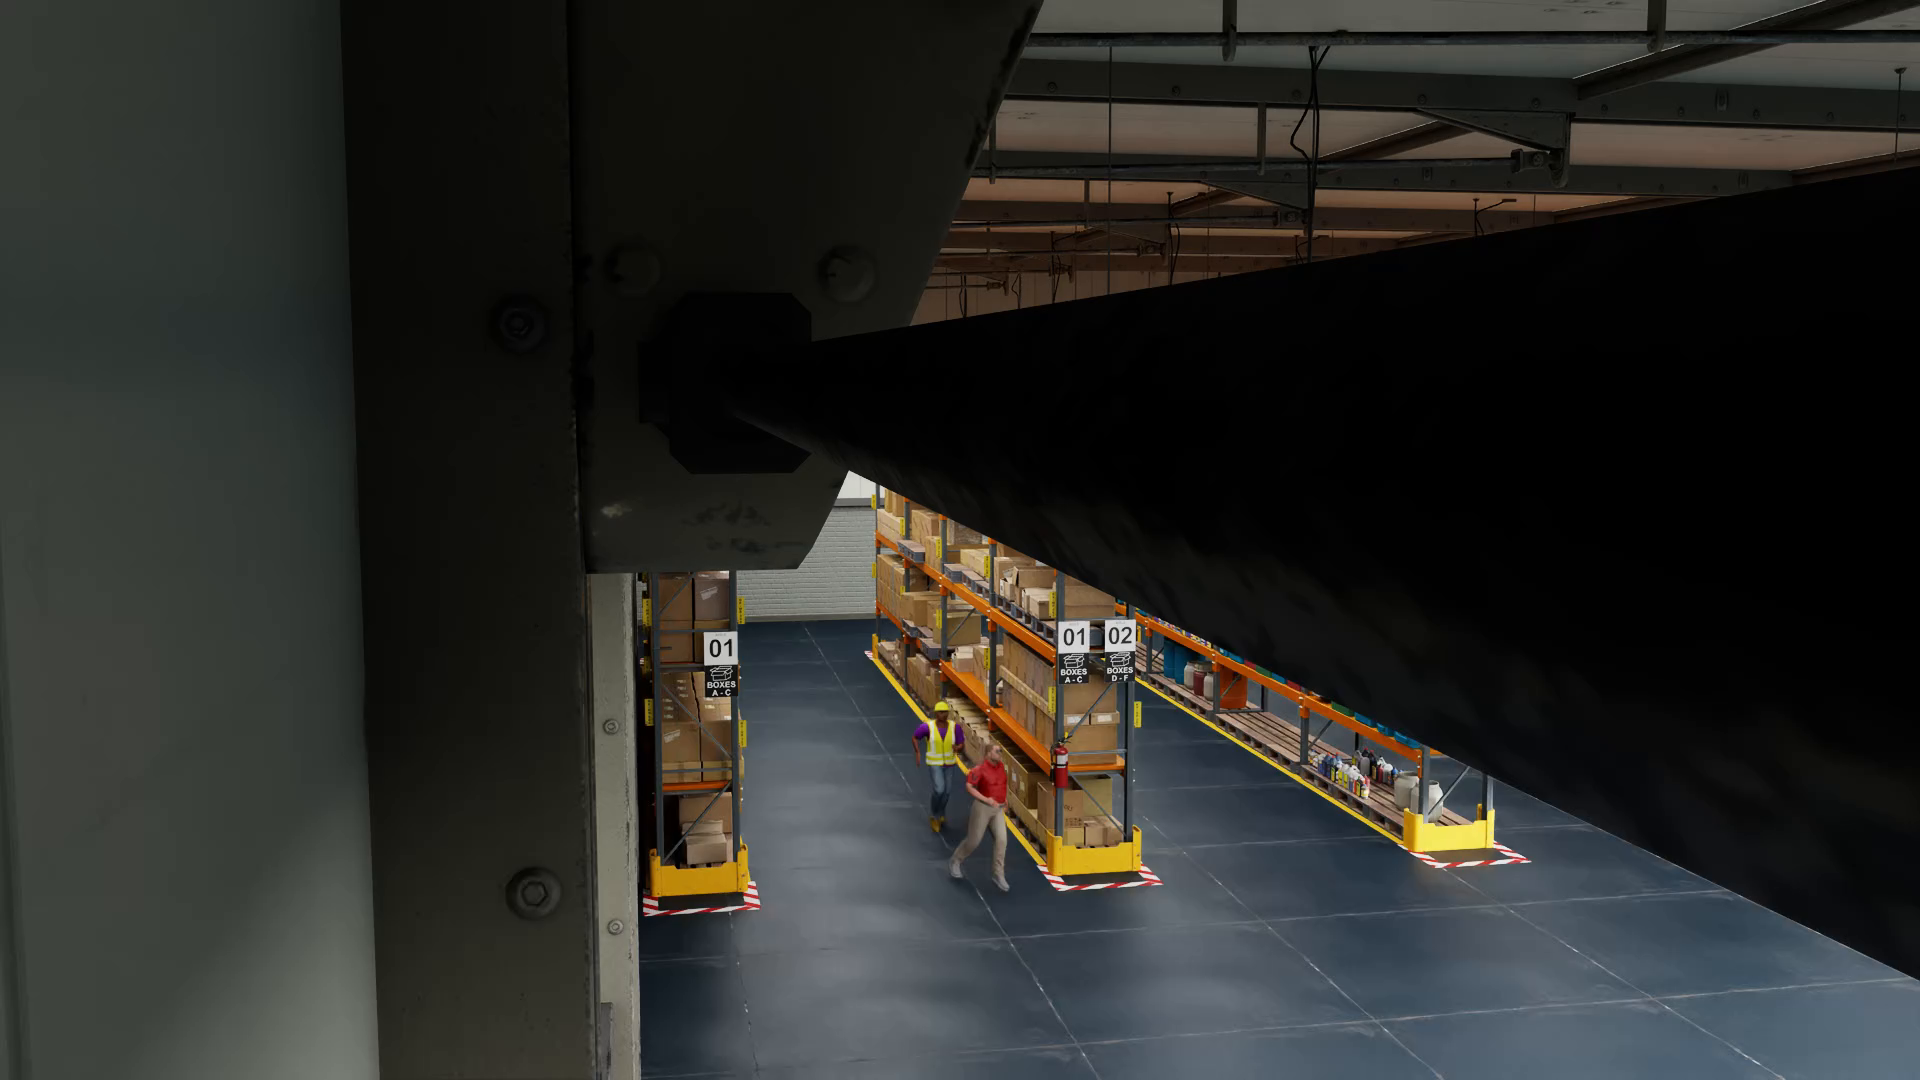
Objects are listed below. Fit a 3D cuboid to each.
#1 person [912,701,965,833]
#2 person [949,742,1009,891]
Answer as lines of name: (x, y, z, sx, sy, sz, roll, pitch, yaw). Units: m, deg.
person: (-0.257, 3.114, 22.856, 0.670, 1.801, 0.728, -2, 6, -19)
person: (0.369, 3.372, 20.555, 0.742, 1.729, 0.938, -5, 8, -40)
